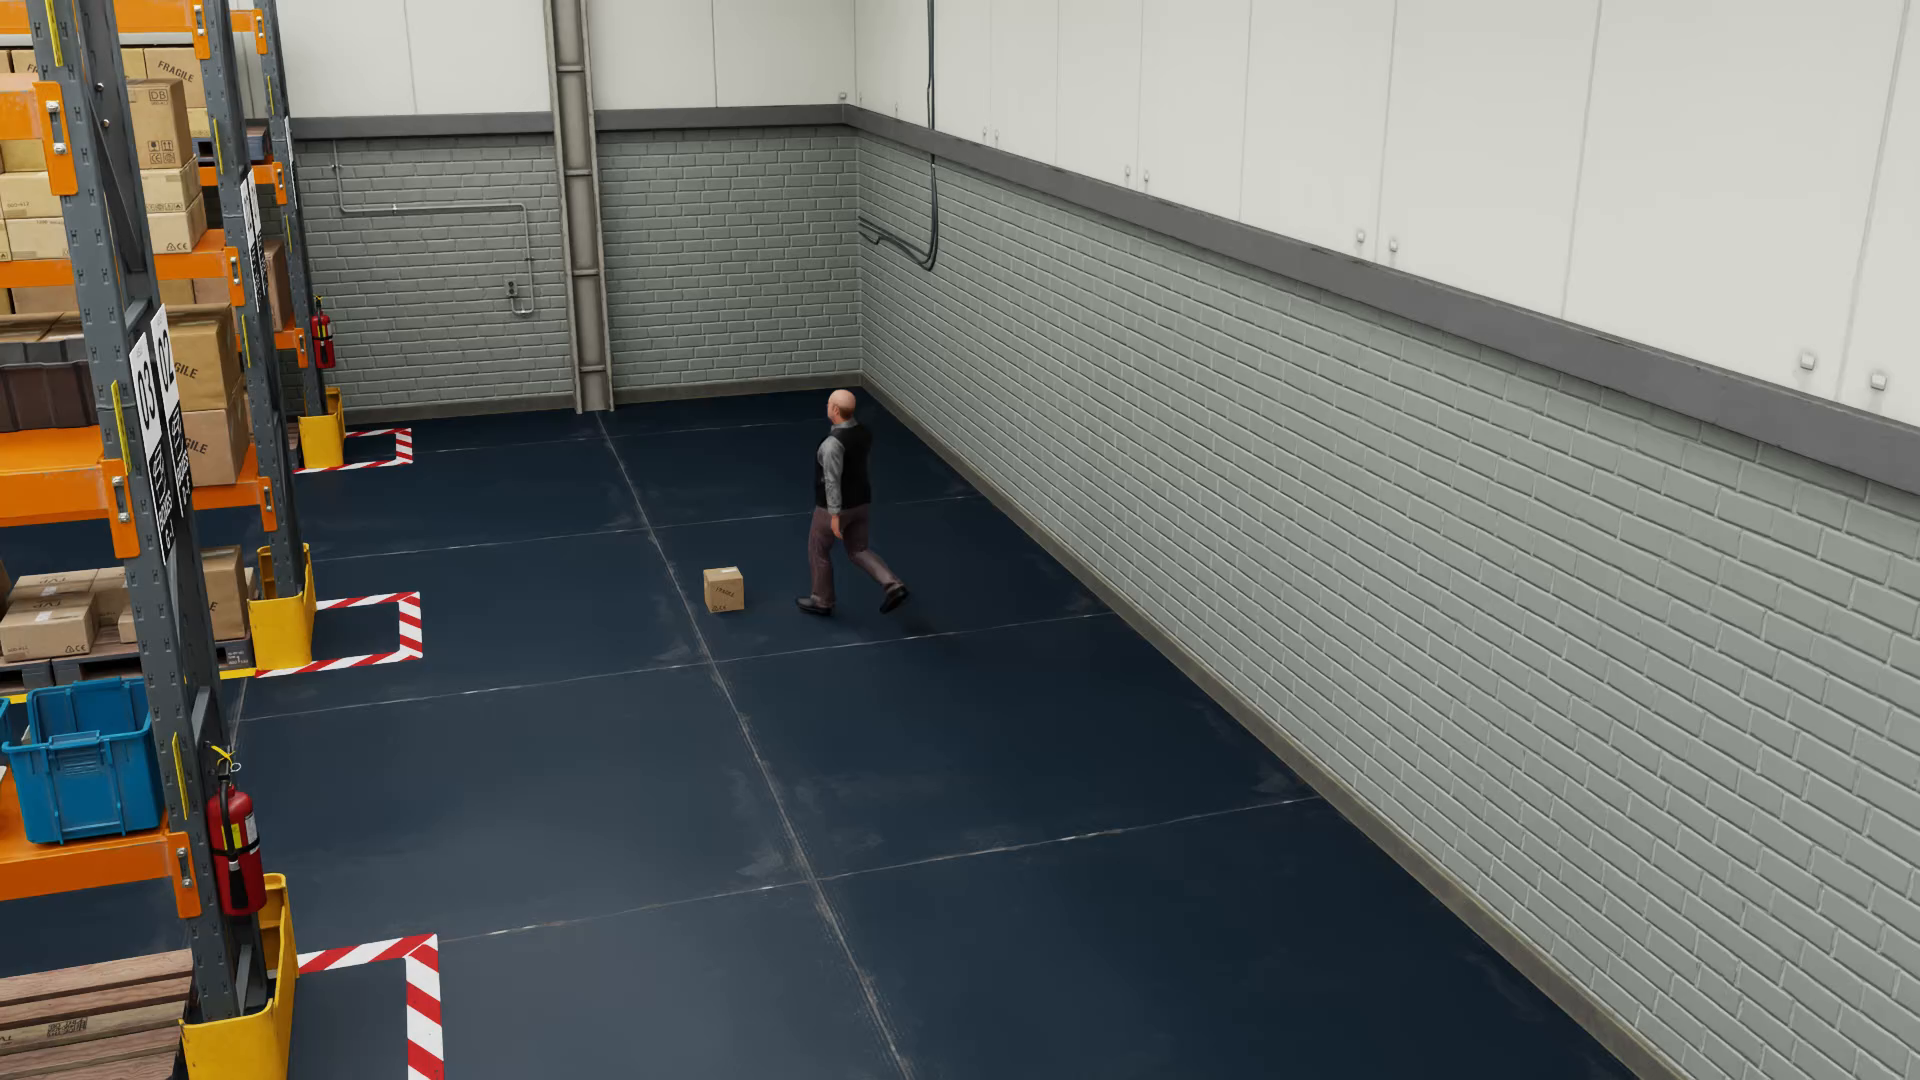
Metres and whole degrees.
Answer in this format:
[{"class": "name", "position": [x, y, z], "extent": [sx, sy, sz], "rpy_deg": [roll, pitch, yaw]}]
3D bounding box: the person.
[{"class": "person", "position": [-0.796, -0.240, 11.802], "extent": [0.900, 1.692, 0.539], "rpy_deg": [13, 23, 34]}]
